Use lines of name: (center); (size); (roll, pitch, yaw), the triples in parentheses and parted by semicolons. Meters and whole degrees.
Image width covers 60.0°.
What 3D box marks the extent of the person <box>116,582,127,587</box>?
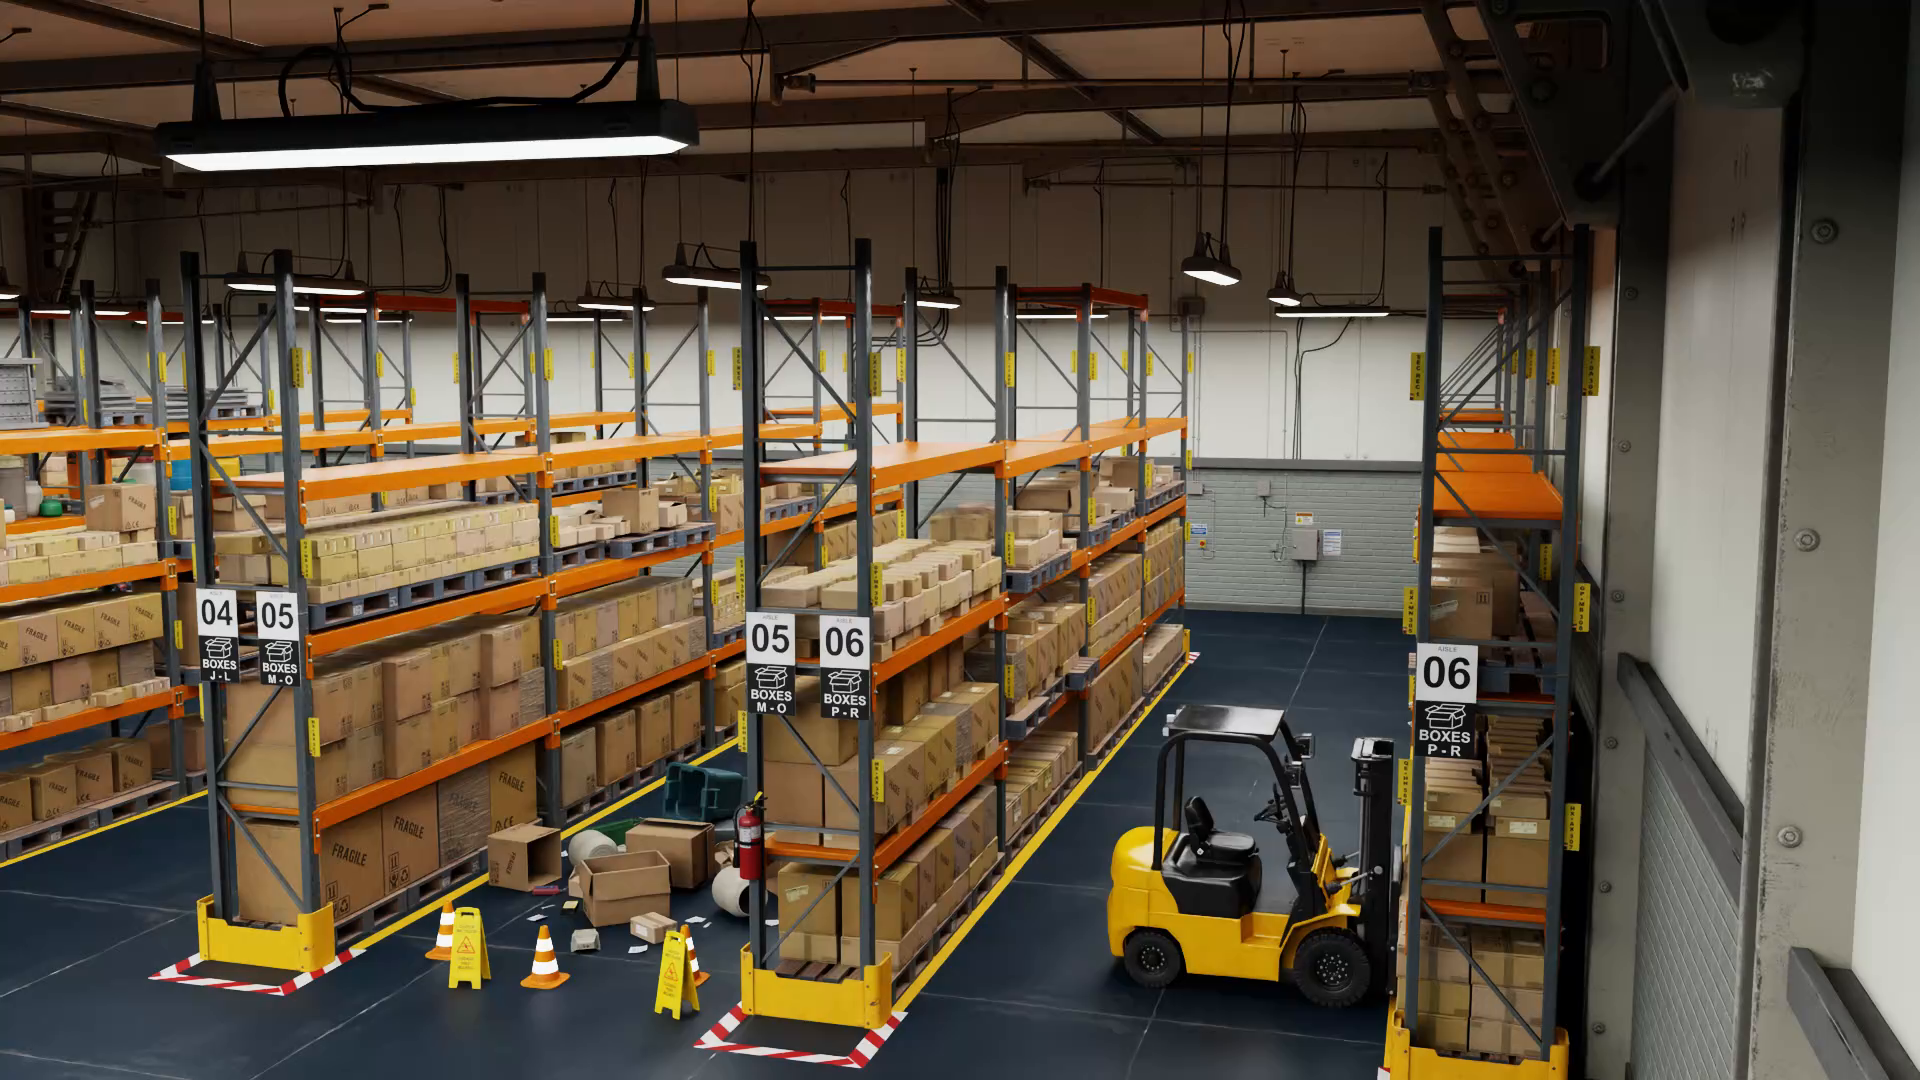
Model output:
person: (-14.375, 1.168, 28.687); (0.459, 1.540, 0.972); (2, 7, 14)
